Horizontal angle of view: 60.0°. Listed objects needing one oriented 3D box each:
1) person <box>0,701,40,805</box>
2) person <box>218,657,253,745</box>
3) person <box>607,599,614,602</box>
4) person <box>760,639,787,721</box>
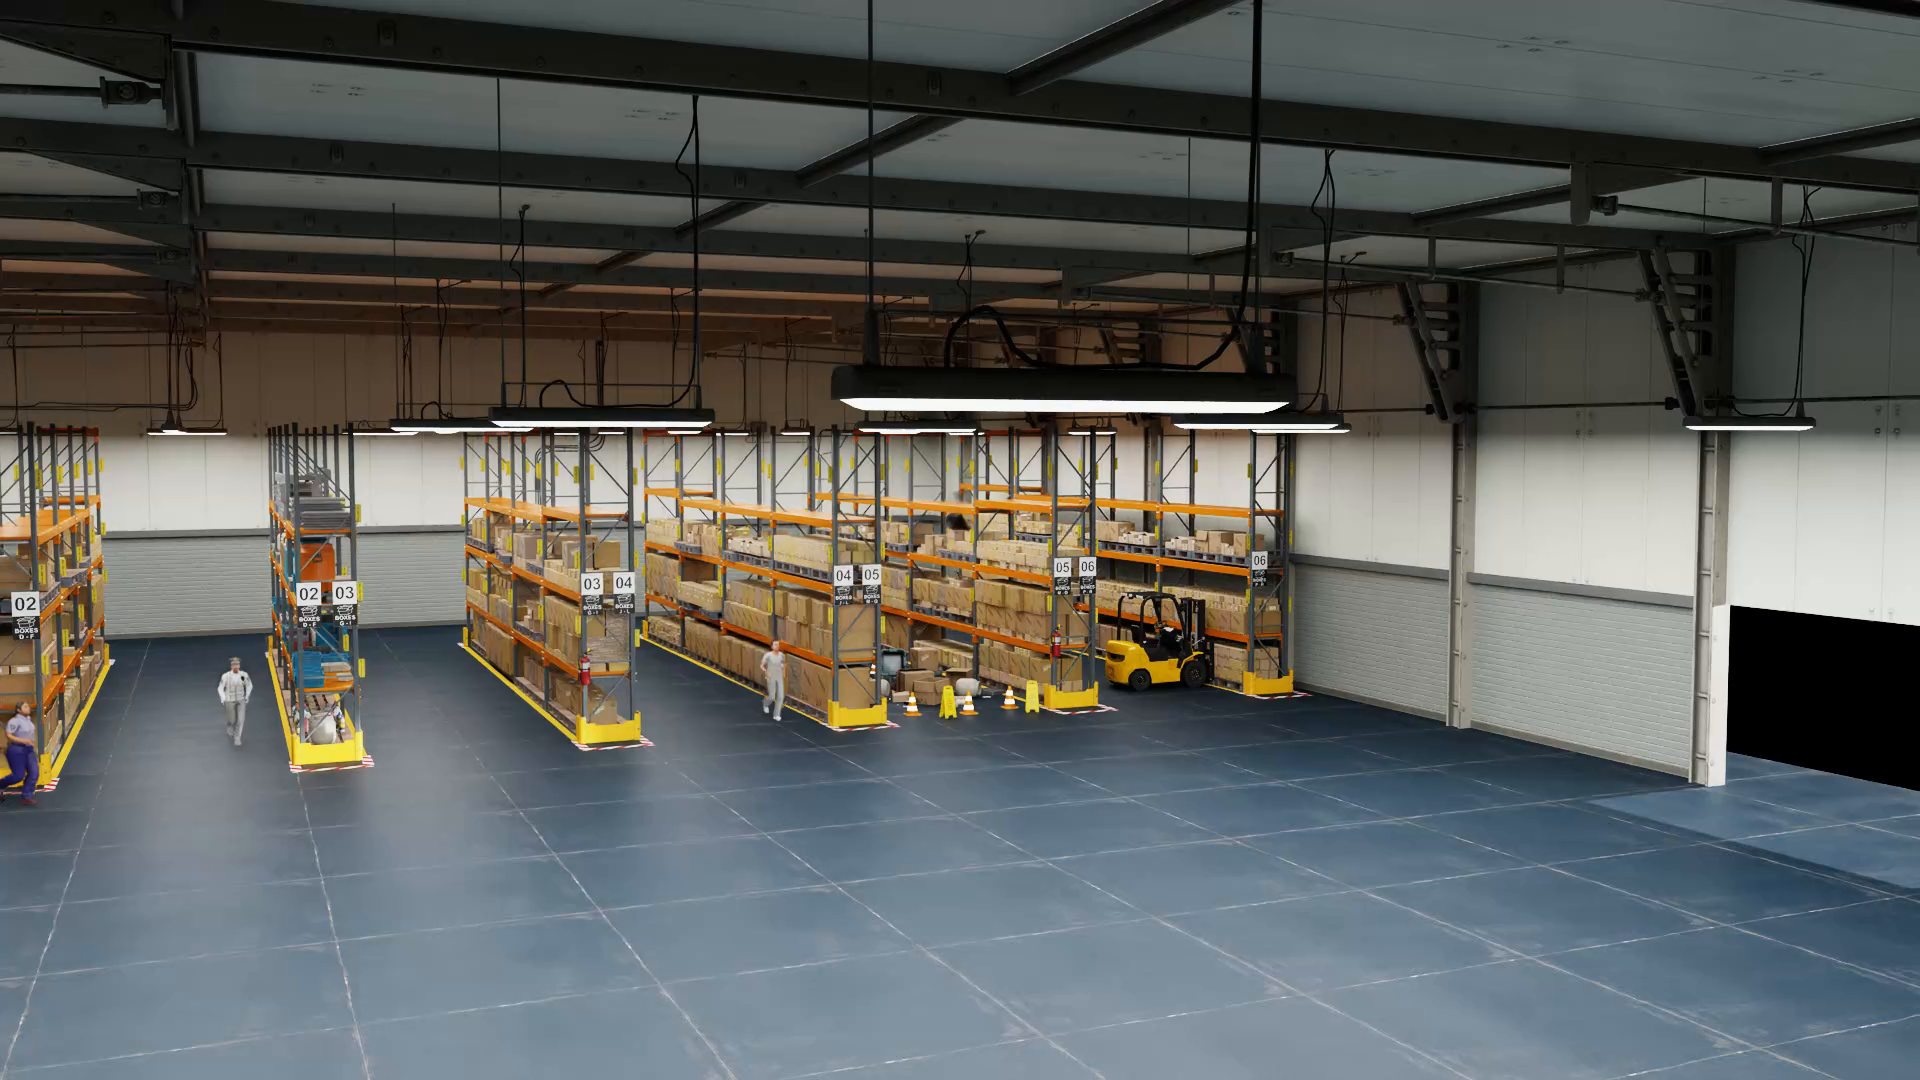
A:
[{"bbox_3d":[-14.762,3.345,26.039,0.732,1.616,0.604,0,3,0],"label":"person"},{"bbox_3d":[-13.602,3.000,31.230,0.603,1.648,0.589,-2,4,-29],"label":"person"},{"bbox_3d":[-9.709,2.052,46.091,0.751,1.719,0.560,-1,4,-11],"label":"person"},{"bbox_3d":[-3.783,2.831,33.872,0.582,1.638,0.723,-2,4,-31],"label":"person"}]
